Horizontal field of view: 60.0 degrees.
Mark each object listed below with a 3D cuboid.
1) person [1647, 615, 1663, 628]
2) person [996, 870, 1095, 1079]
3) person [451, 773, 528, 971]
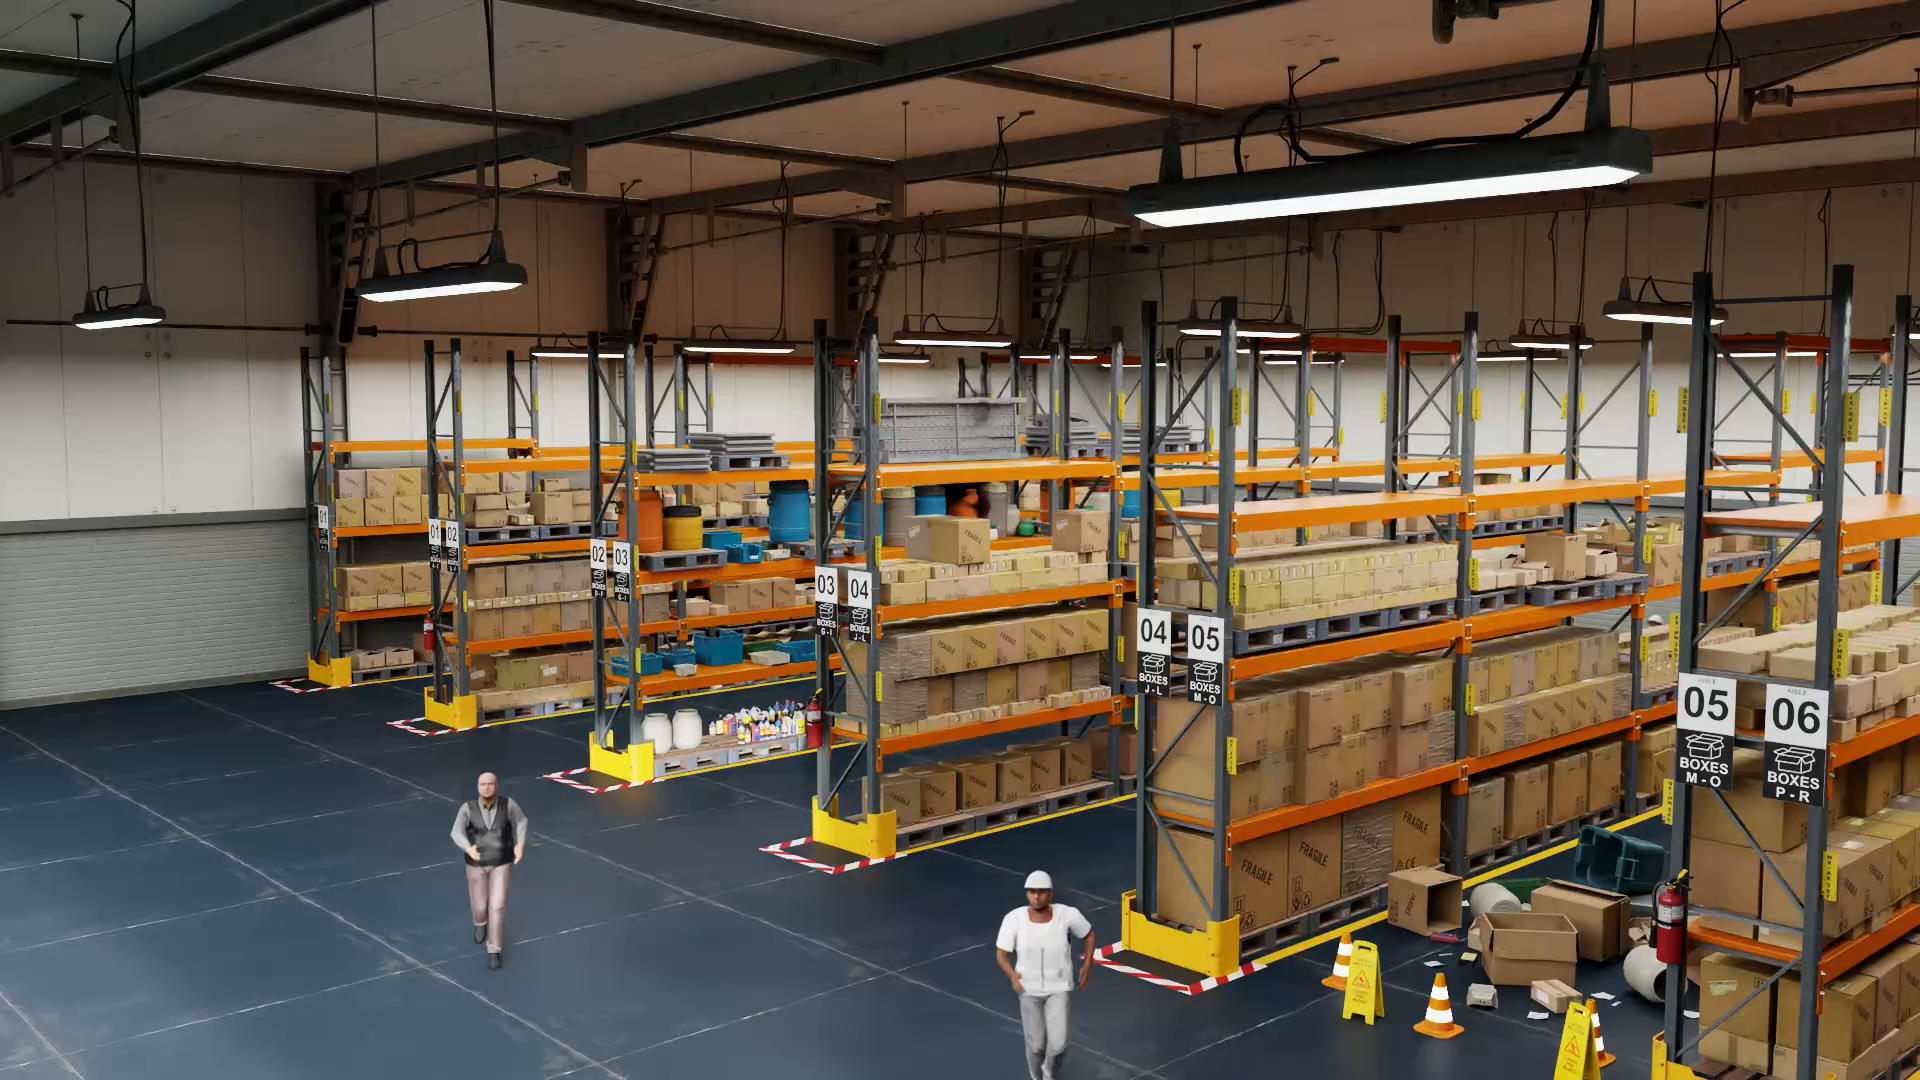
[{"bbox_3d":[10.709,2.031,25.516,0.874,1.775,0.696,-4,6,-38],"label":"person"},{"bbox_3d":[0.609,3.245,11.991,0.712,1.725,0.633,1,5,6],"label":"person"},{"bbox_3d":[-4.300,2.977,15.233,0.683,1.730,0.816,-1,5,-15],"label":"person"}]
